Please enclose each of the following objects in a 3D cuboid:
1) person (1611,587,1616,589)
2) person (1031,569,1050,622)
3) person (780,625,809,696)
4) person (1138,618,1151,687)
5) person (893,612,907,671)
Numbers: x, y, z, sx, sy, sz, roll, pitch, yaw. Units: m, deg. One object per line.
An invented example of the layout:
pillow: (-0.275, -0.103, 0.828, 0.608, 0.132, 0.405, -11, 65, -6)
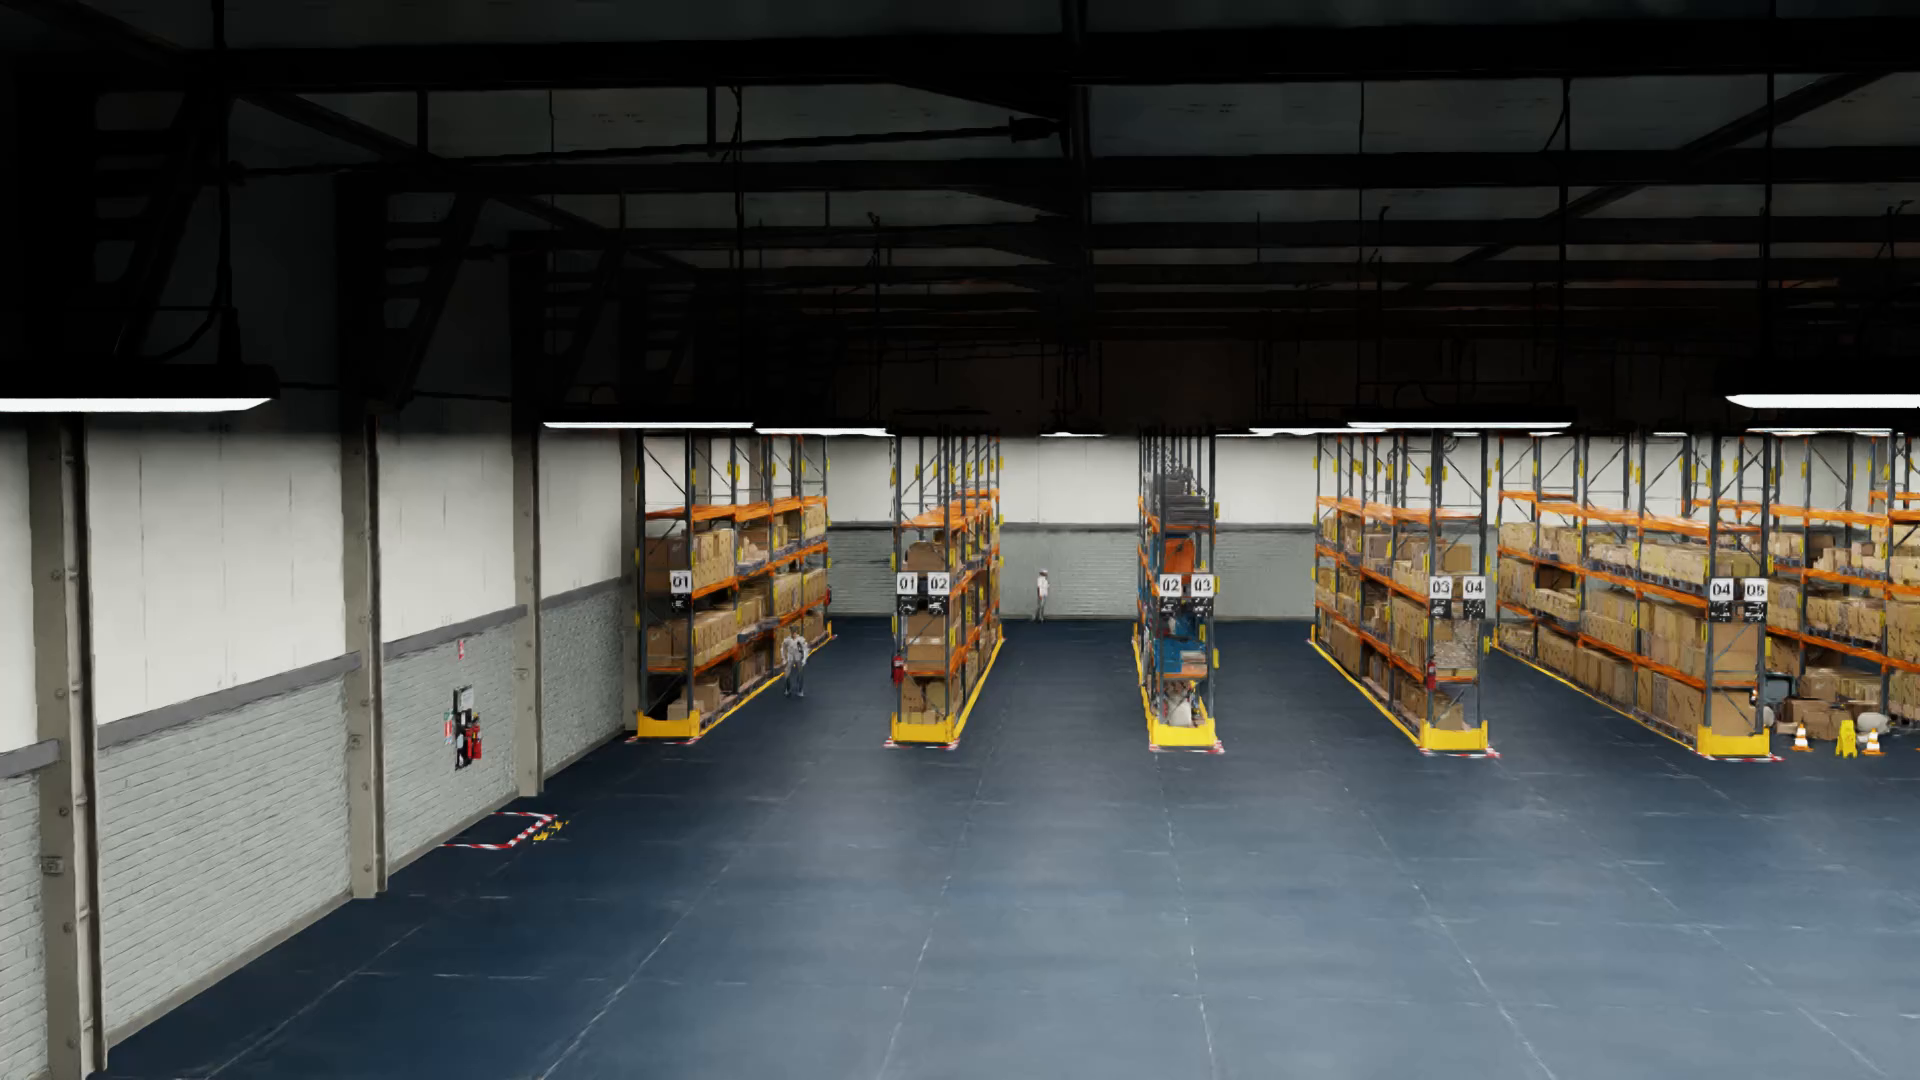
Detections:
person: (17.285, 2.128, 44.171, 0.588, 1.784, 0.661, 2, 4, 28)
person: (2.498, 1.726, 51.956, 0.458, 1.655, 0.627, 2, 4, 35)
person: (-3.675, 2.668, 36.912, 0.639, 1.632, 0.506, 0, 3, 3)
person: (4.438, 2.539, 38.041, 0.531, 1.619, 0.923, 2, 4, 26)
person: (-1.500, 2.323, 40.950, 0.492, 1.785, 0.616, 2, 4, 33)
